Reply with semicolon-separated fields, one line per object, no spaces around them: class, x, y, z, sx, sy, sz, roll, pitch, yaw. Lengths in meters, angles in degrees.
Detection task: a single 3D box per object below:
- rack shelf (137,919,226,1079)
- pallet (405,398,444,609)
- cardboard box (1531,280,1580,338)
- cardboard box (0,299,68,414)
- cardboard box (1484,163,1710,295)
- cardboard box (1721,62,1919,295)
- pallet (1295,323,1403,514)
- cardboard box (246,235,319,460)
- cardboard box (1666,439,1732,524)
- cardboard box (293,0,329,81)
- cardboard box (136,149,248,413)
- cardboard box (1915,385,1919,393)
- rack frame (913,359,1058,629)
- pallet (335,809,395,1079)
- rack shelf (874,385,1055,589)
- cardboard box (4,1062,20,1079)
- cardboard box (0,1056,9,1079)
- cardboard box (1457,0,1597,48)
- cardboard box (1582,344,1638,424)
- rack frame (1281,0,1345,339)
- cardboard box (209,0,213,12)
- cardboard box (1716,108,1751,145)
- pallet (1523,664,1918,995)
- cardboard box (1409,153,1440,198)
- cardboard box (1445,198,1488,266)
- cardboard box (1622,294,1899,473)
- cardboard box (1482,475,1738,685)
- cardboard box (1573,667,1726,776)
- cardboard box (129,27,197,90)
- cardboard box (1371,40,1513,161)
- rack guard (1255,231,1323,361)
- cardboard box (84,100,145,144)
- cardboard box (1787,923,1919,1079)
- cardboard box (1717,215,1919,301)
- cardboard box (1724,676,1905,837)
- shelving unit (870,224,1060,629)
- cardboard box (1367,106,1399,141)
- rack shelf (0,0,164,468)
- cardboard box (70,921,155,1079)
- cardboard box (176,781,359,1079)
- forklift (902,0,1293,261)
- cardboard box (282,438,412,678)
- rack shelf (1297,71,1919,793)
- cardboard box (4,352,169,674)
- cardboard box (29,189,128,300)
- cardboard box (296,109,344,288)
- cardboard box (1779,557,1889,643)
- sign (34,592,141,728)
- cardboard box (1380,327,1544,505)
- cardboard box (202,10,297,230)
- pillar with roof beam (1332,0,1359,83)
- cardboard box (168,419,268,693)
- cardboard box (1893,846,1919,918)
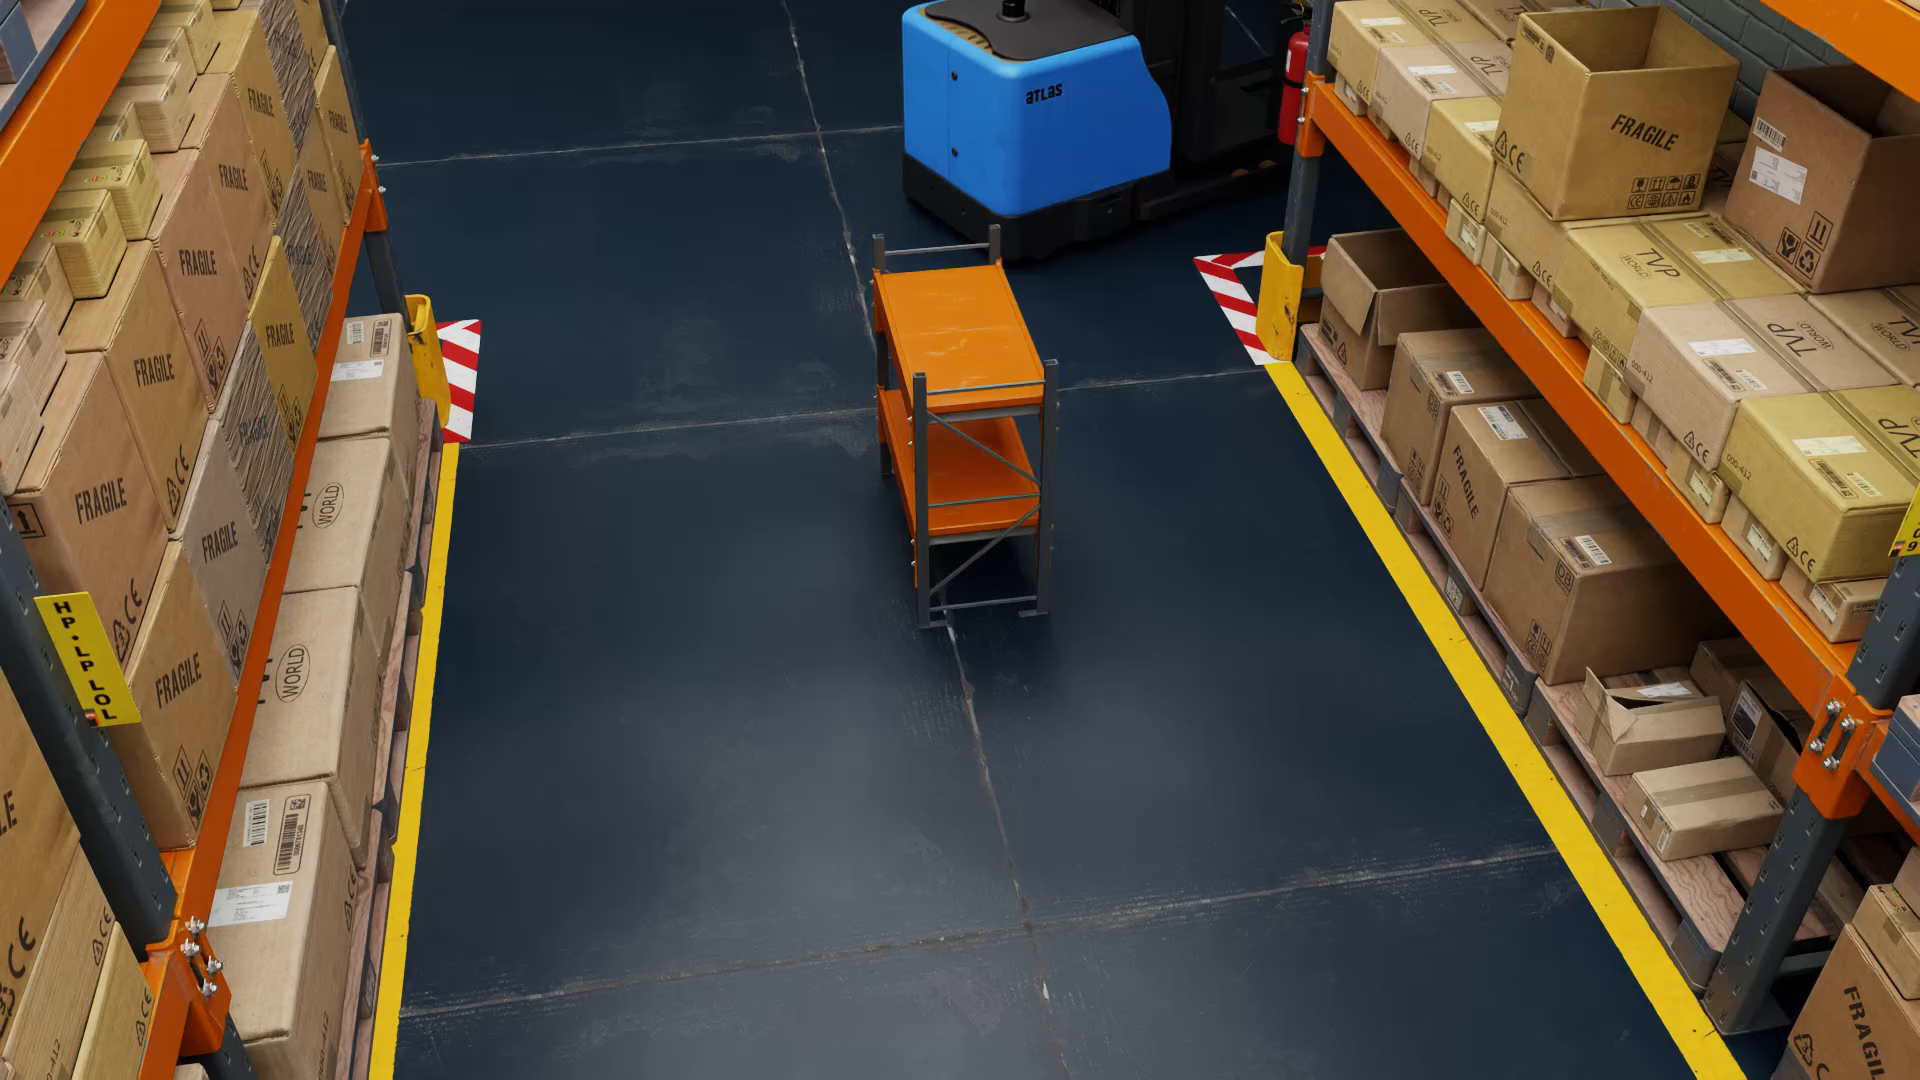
rack shelf;-1.824;2.212;2.044;1.077;0.370;4.000;-6;38;-8
pallet;-2.659;-0.121;6.733;1.003;0.211;1.213;-6;38;-8
cardboard box;2.154;-0.817;5.561;0.380;0.149;0.250;-6;38;-8
cardboard box;-2.035;-0.342;3.321;0.380;0.149;0.250;-6;38;-7
cardboard box;2.116;-1.071;5.563;0.500;0.250;0.500;-7;38;-9
cardboard box;2.712;-1.099;4.988;0.500;0.500;0.500;-7;38;-9
pallet;2.164;-0.604;7.355;1.003;0.211;1.213;-6;38;-8
cardboard box;-2.254;-0.548;4.929;0.500;0.500;0.500;-5;38;-7
cardboard box;2.271;-0.192;4.757;0.380;0.149;0.250;-5;38;-7
cardboard box;-2.557;-1.865;5.809;0.500;0.500;0.500;-5;38;-6
cardboard box;-2.181;-0.645;4.238;0.500;0.500;0.500;-6;38;-7
cardboard box;2.891;-0.203;4.446;0.500;0.250;0.500;-7;38;-8
rack frame;0.088;-0.141;6.015;0.500;1.125;0.032;-6;38;-8
pallet;-2.231;1.353;4.836;1.003;0.211;1.213;-6;38;-8
rack shelf;-0.001;-0.255;6.560;0.538;0.278;1.000;-6;38;-8
cardboard box;-1.763;1.123;2.575;0.500;0.250;0.500;-5;38;-7
cardboard box;-1.751;0.840;2.327;0.500;0.500;0.500;-6;38;-7
cardboard box;2.352;-2.041;6.812;0.500;0.250;0.500;-5;38;-7
cardboard box;2.179;-0.505;5.159;0.380;0.149;0.250;-7;38;-9
rack frame;2.010;-2.232;7.179;1.000;3.000;0.127;-6;38;-8
cardboard box;-2.440;-1.572;4.903;0.380;0.149;0.250;-7;38;-8
cardboard box;2.524;-1.430;6.026;0.500;0.250;0.500;-5;38;-7
pallet;2.592;0.870;5.458;1.003;0.211;1.213;-6;38;-8
cardboard box;1.952;-1.442;6.366;0.380;0.149;0.250;-5;38;-7
cardboard box;1.975;-1.122;5.954;0.380;0.149;0.250;-7;38;-9
cardboard box;2.280;-0.457;4.773;0.500;0.250;0.500;-6;38;-8
cardboard box;2.318;0.116;5.851;0.700;0.500;0.500;-8;38;-10
cardboard box;2.262;0.577;5.449;0.396;0.266;0.258;-5;38;-6
cardboard box;-2.311;-1.266;4.510;0.380;0.149;0.250;-5;38;-6
cardboard box;1.913;-1.683;6.351;0.500;0.250;0.500;-6;38;-7
rack guard;2.024;-1.199;7.886;1.175;0.500;0.348;-6;38;-8
cardboard box;-2.248;-0.955;4.110;0.380;0.149;0.250;-6;38;-8
cardboard box;2.575;1.321;4.300;0.500;0.500;0.500;-5;38;-6
cardboard box;2.707;-0.817;5.236;0.500;0.250;0.500;-5;38;-7
cardboard box;2.828;0.655;5.311;0.500;0.311;0.500;-5;38;-6
shelving unit;-0.001;-0.448;6.410;0.538;1.125;1.048;-6;38;-8
cardboard box;1.888;-1.757;6.771;0.380;0.149;0.250;-5;38;-7
rack shelf;-2.525;-1.389;4.234;1.077;0.370;4.000;-6;38;-8
cardboard box;-1.848;1.023;3.111;0.500;0.250;0.500;-7;38;-9
cardboard box;-2.179;1.175;4.539;0.875;0.438;0.875;-7;38;-9
forklift;1.201;-3.280;8.582;3.031;2.935;1.130;-22;43;-26
cardboard box;-2.493;0.089;5.936;0.875;0.438;0.875;-5;38;-7
rack shelf;2.361;-0.740;5.844;1.077;0.370;4.000;-6;38;-8
cardboard box;-2.020;-0.028;3.445;0.500;0.500;0.500;-6;38;-8
cardboard box;-2.105;-0.649;3.715;0.380;0.149;0.250;-6;38;-8
cardboard box;-2.458;-1.168;5.727;0.500;0.500;0.500;-7;38;-9
cardboard box;2.407;0.117;4.359;0.380;0.149;0.250;-6;38;-7
sign;-1.642;0.229;3.130;0.100;0.325;0.005;-6;38;-8
cardboard box;2.136;-0.511;6.658;0.700;0.500;0.500;-5;38;-6
cardboard box;-2.353;-1.253;5.022;0.500;0.500;0.500;-6;38;-8
pillar with roof beam;-1.813;-5.864;6.963;9.100;9.000;0.400;-6;38;-8
cardboard box;-2.083;0.064;4.141;0.500;0.500;0.500;-6;38;-8
cardboard box;2.572;0.870;4.109;0.380;0.149;0.250;-7;38;-9
